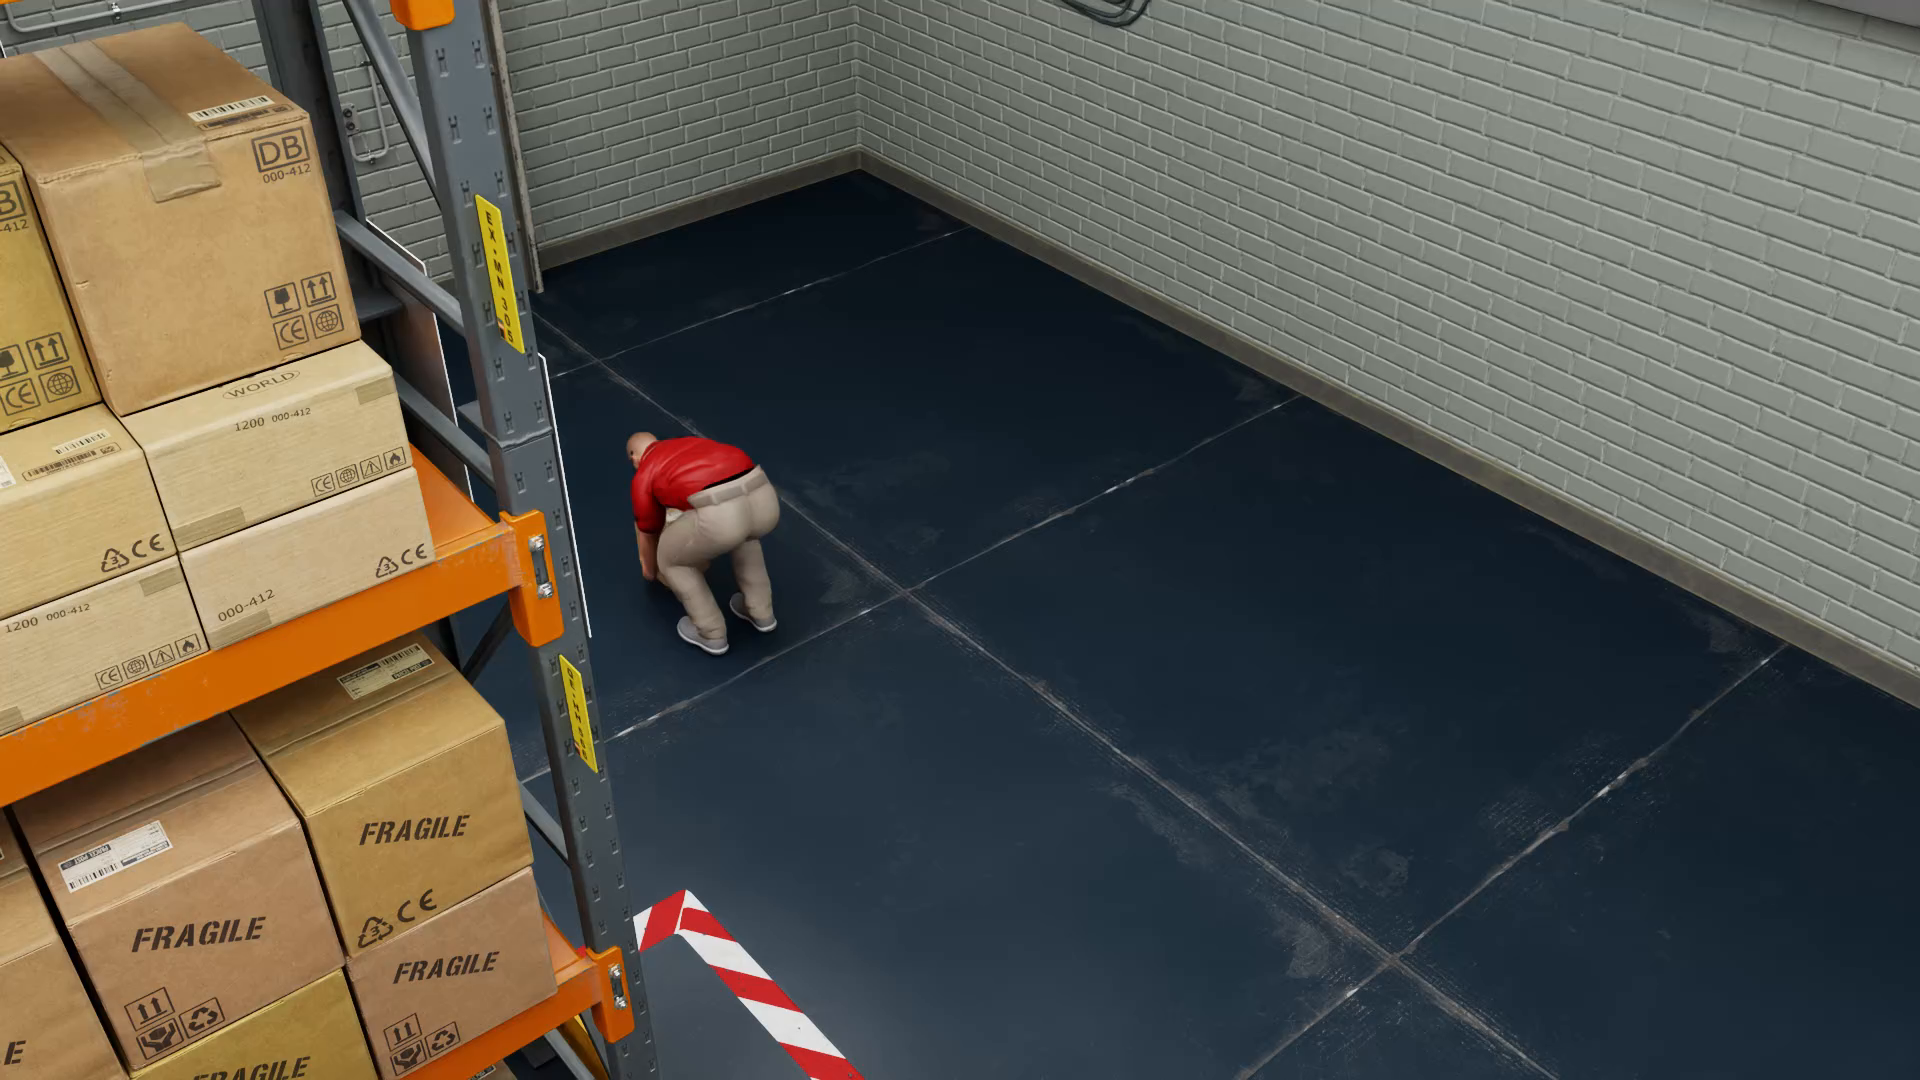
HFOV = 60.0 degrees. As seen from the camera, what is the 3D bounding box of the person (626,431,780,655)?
[{"bbox_3d":[-1.233,-0.049,7.808,0.530,0.976,0.958,-28,44,-34],"label":"person"}]
